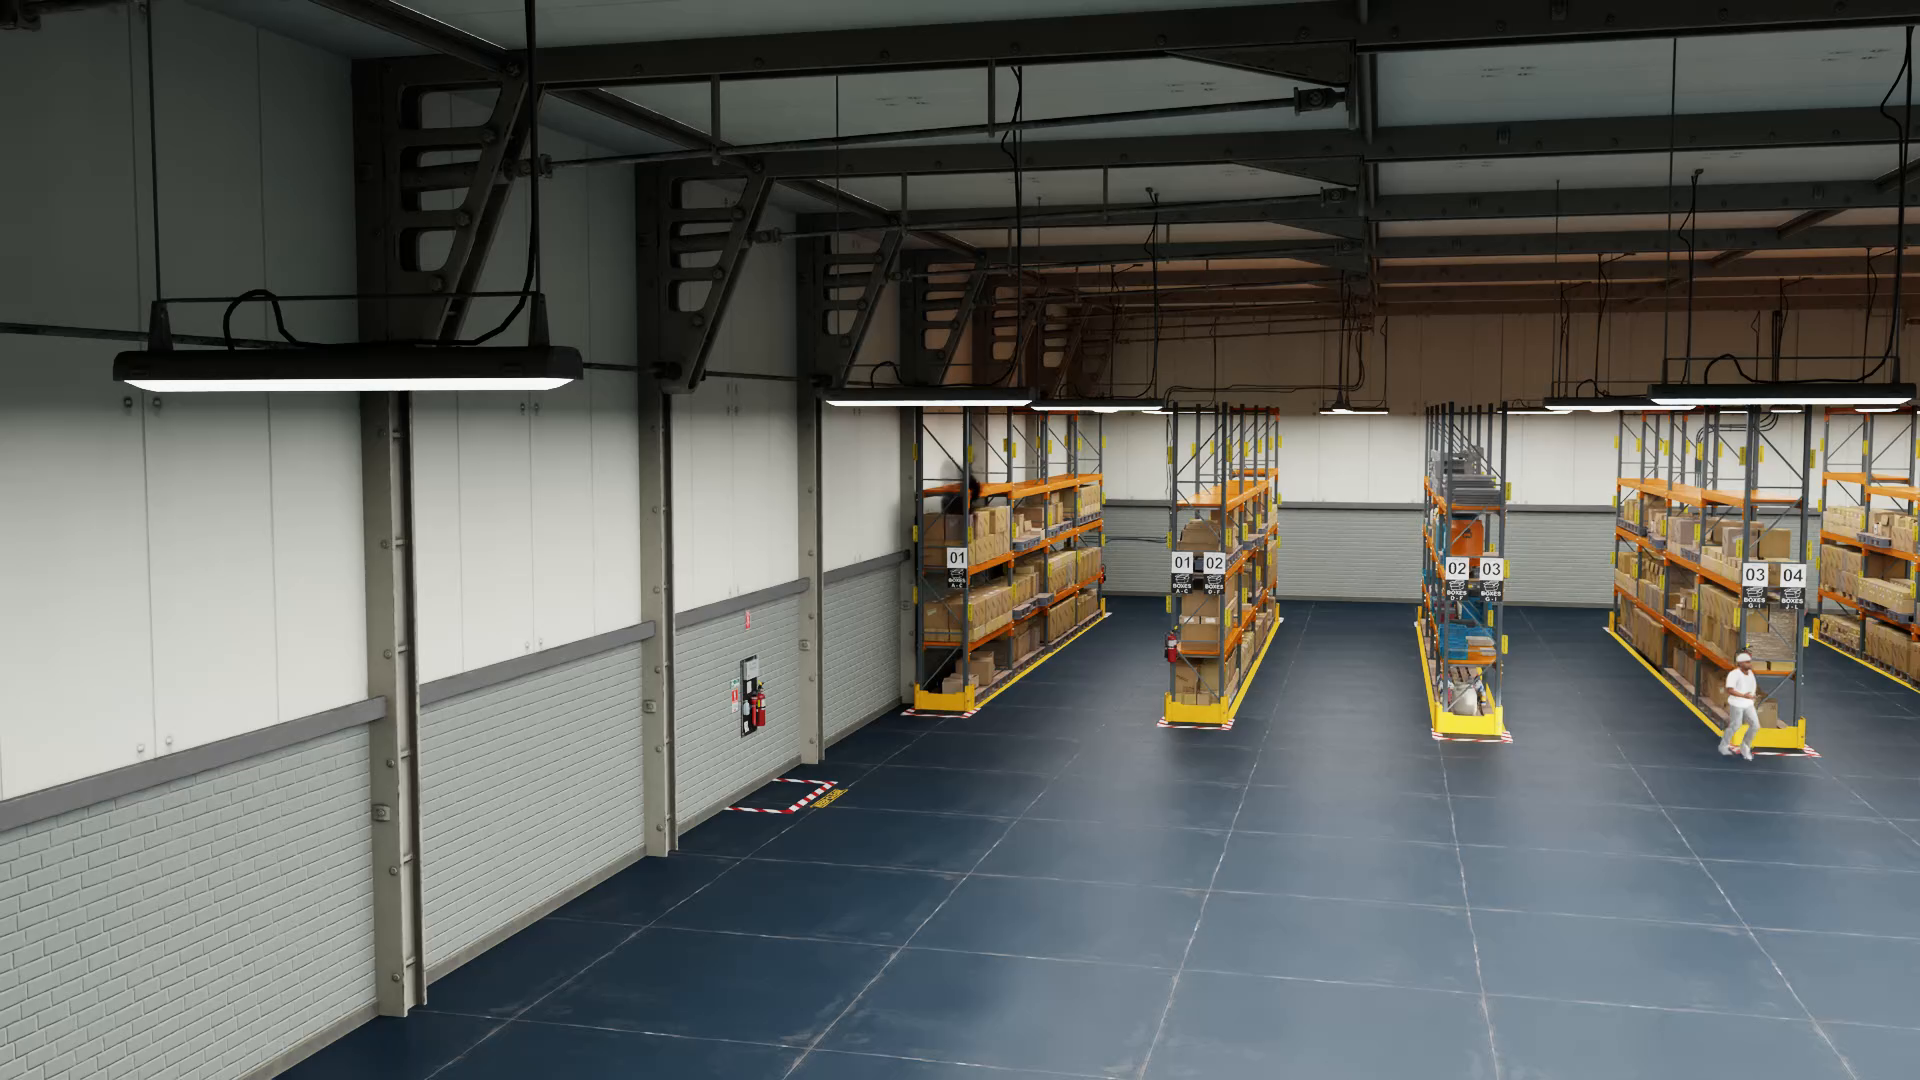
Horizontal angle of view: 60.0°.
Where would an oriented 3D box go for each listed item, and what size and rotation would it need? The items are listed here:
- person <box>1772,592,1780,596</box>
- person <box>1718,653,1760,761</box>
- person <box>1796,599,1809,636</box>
[{"bbox_3d":[21.623,1.668,44.224,0.799,1.539,0.685,-2,5,-24],"label":"person"},{"bbox_3d":[13.118,2.801,27.851,0.738,1.819,0.715,-2,5,-23],"label":"person"},{"bbox_3d":[20.252,1.874,40.401,0.668,1.756,0.674,2,5,23],"label":"person"}]
